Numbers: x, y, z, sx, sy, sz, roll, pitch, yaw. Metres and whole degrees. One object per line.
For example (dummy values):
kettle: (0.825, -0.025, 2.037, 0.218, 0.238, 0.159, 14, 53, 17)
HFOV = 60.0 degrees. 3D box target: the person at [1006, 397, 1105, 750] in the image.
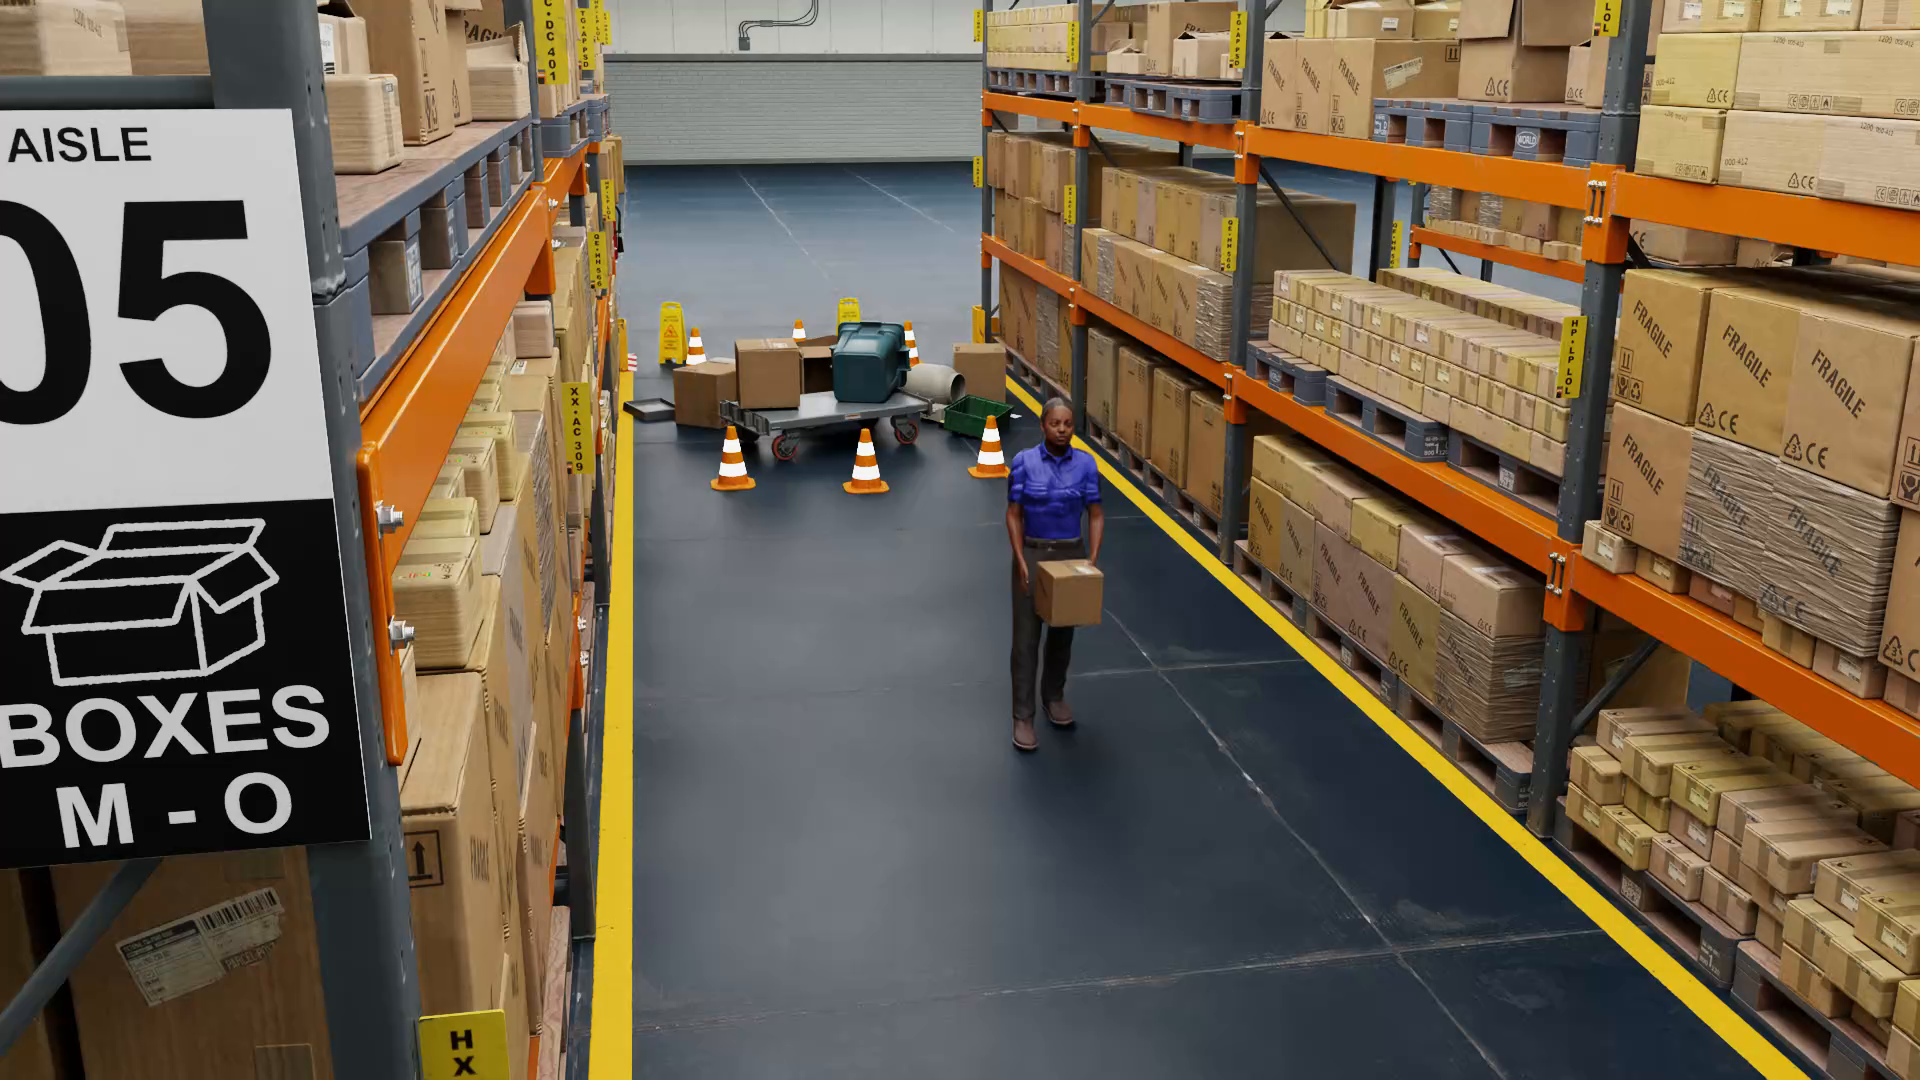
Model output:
person: (0.468, 0.142, 8.041, 0.479, 1.652, 0.571, -2, 17, -8)
